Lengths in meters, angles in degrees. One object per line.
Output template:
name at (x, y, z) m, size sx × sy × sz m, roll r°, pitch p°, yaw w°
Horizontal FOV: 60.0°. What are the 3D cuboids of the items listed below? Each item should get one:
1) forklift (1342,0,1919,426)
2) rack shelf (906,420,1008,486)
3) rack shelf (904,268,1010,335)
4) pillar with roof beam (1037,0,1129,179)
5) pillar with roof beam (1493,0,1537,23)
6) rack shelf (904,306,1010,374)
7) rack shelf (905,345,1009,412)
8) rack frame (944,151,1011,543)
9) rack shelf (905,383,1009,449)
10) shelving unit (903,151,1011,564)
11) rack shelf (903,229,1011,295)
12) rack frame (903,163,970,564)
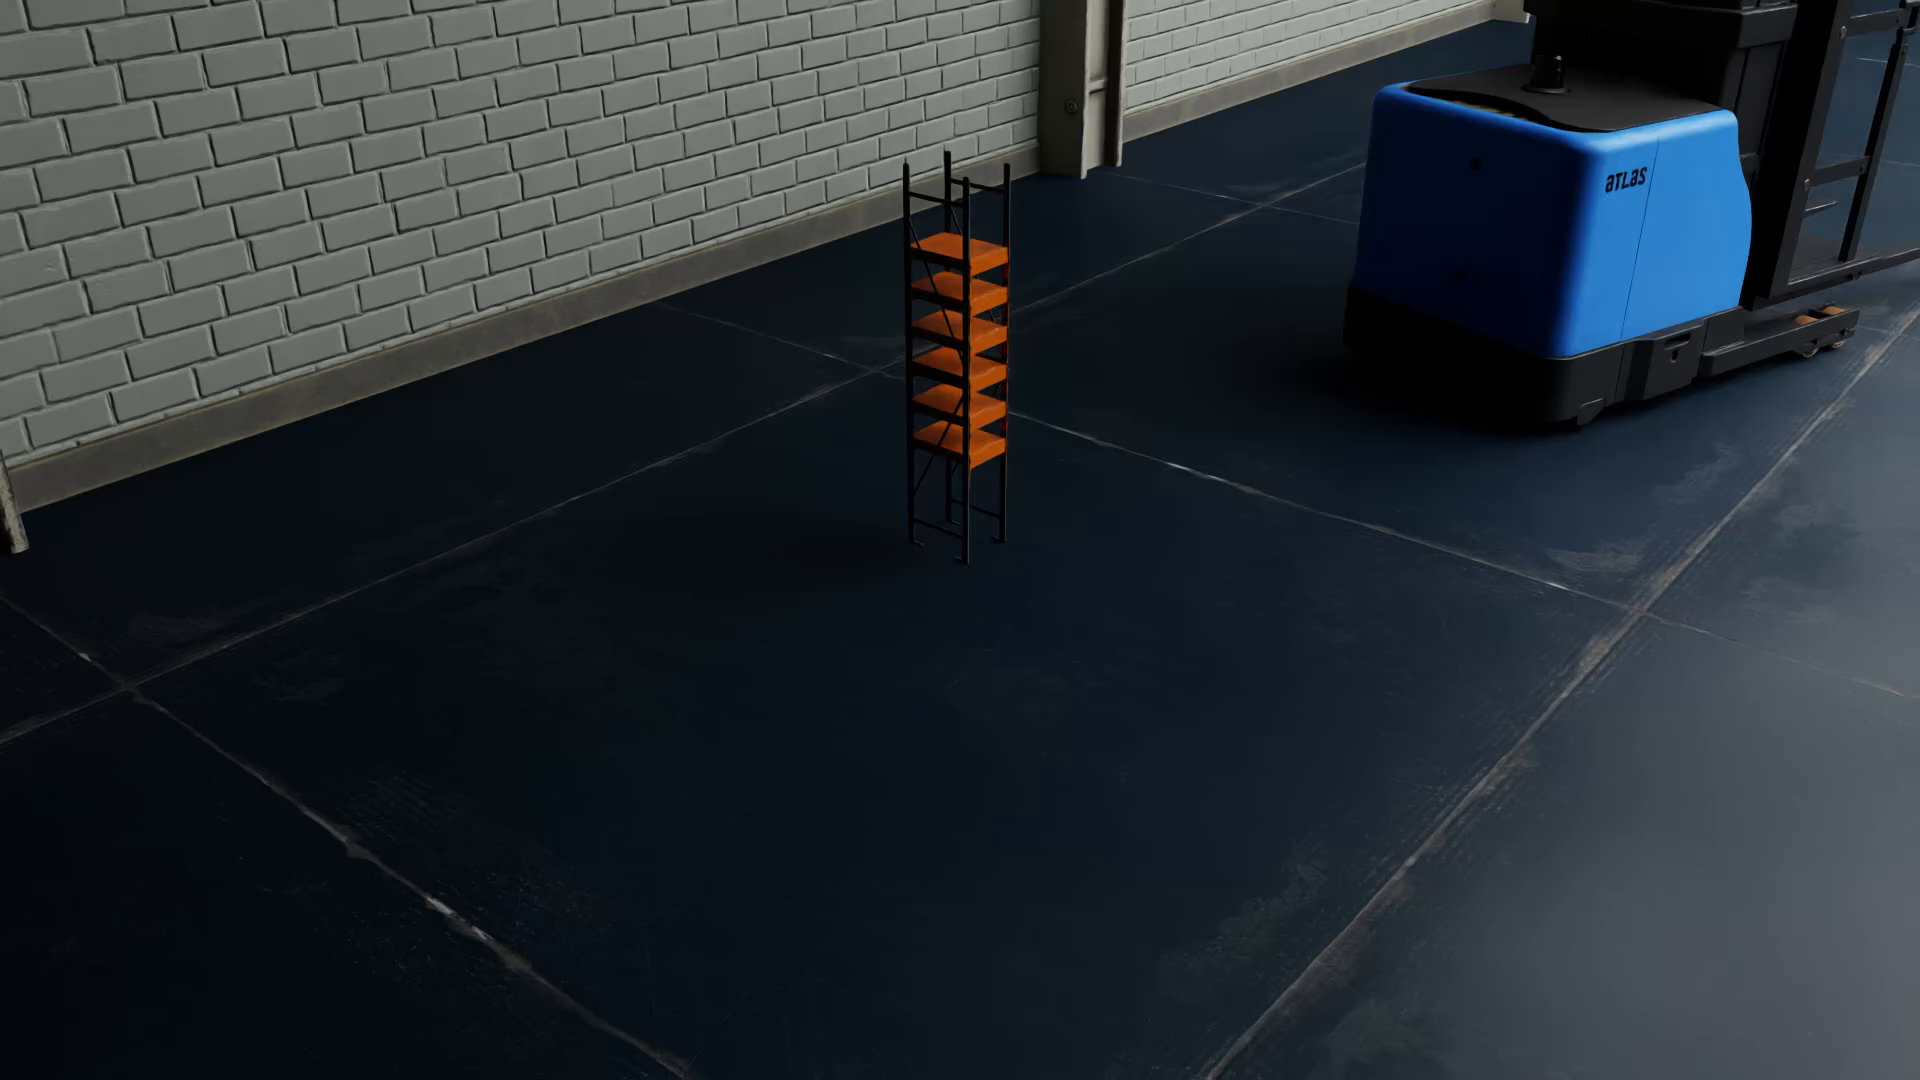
forklift at (3.034, -2.218, 6.347) m, size 3.031 × 2.935 × 1.130 m, roll -17°, pitch 32°, yaw -29°
rack shelf at (-0.009, -0.275, 5.095) m, size 0.258 × 0.103 × 0.180 m, roll 21°, pitch 34°, yaw 34°
rack shelf at (-0.009, -0.701, 4.875) m, size 0.258 × 0.103 × 0.180 m, roll 21°, pitch 34°, yaw 34°
pillar with roof beam at (3.986, -4.815, 4.764) m, size 9.100 × 9.000 × 0.400 m, roll 21°, pitch 34°, yaw 34°
pillar with roof beam at (7.803, -6.942, 8.876) m, size 9.100 × 9.000 × 0.400 m, roll 21°, pitch 34°, yaw 34°
rack shelf at (-0.009, -0.595, 4.930) m, size 0.258 × 0.103 × 0.180 m, roll 21°, pitch 34°, yaw 34°
rack shelf at (-0.009, -0.488, 4.985) m, size 0.258 × 0.103 × 0.180 m, roll 21°, pitch 34°, yaw 34°
rack frame at (0.049, -0.560, 5.027) m, size 0.240 × 1.200 × 0.006 m, roll 21°, pitch 34°, yaw 34°
rack shelf at (-0.009, -0.382, 5.040) m, size 0.258 × 0.103 × 0.180 m, roll 21°, pitch 34°, yaw 34°
shelving unit at (-0.009, -0.528, 4.964) m, size 0.258 × 1.200 × 0.189 m, roll 21°, pitch 34°, yaw 34°
rack shelf at (-0.009, -0.808, 4.819) m, size 0.258 × 0.103 × 0.180 m, roll 21°, pitch 34°, yaw 34°
rack frame at (-0.067, -0.495, 4.902) m, size 0.240 × 1.200 × 0.006 m, roll 21°, pitch 34°, yaw 34°
